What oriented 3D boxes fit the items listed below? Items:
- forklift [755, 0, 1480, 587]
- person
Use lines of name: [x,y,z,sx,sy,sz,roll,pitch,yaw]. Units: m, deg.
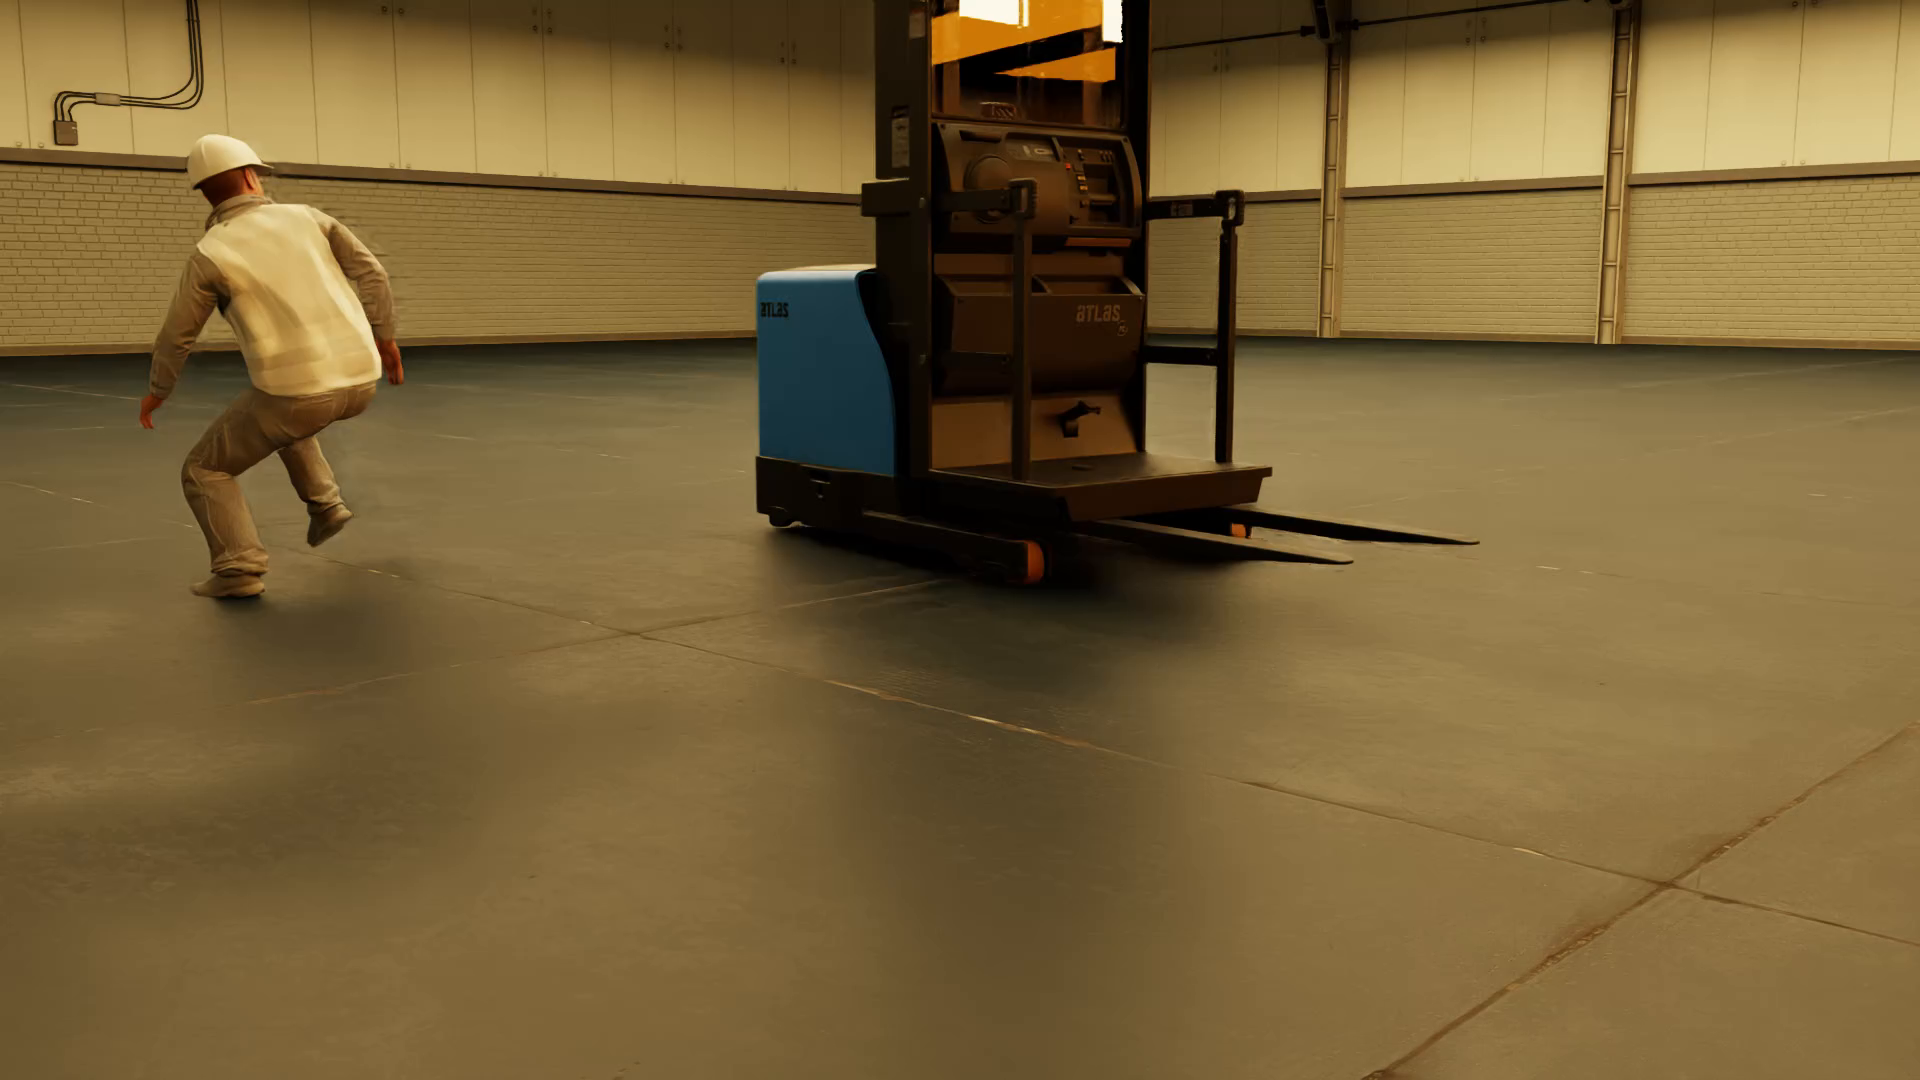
forklift: [0.435,-1.372,5.986,1.130,2.935,3.031,-7,11,-37]
person: [-2.349,-0.595,5.704,0.678,1.541,0.781,5,10,32]
